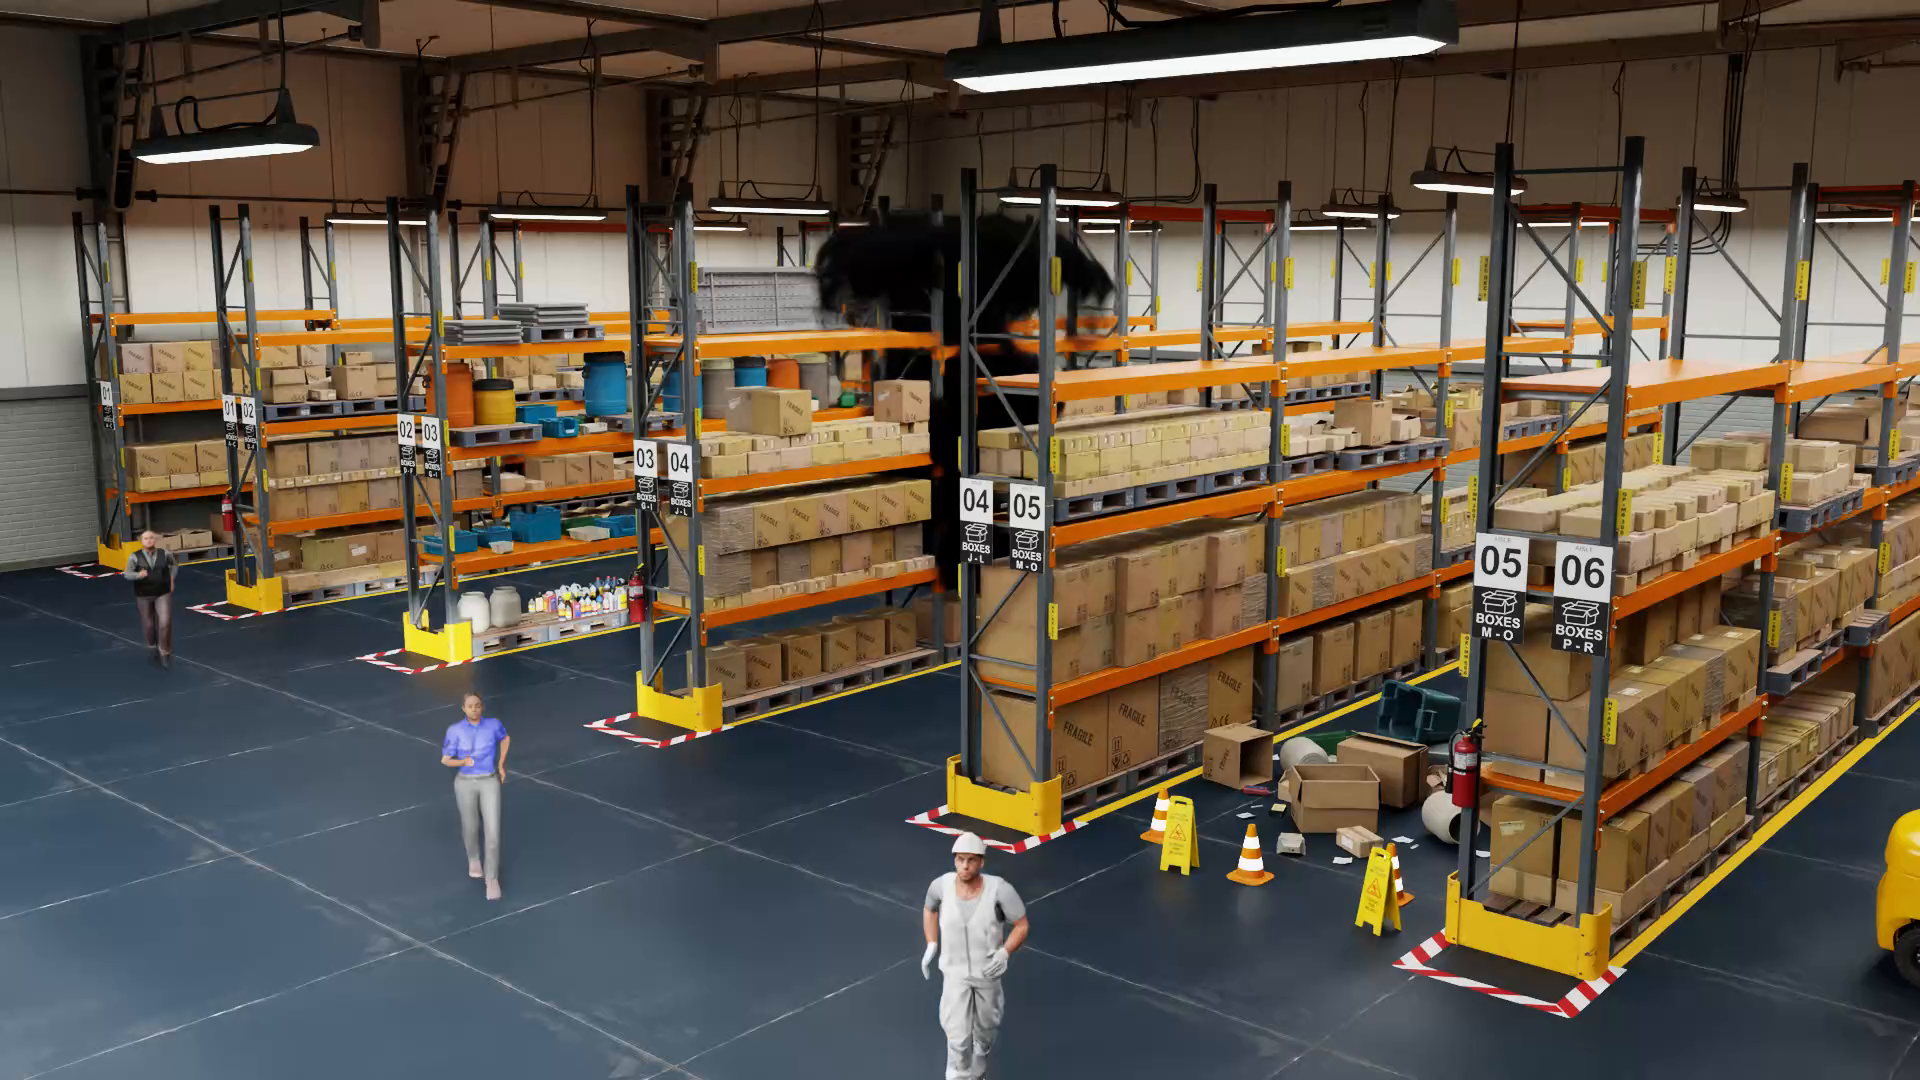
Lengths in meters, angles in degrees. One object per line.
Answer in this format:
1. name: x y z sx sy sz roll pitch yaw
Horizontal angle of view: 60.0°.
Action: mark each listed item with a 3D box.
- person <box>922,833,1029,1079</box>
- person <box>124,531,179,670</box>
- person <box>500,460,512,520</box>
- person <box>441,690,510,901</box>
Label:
1. person: 0.091 2.615 10.075 0.659 1.794 0.914 1 10 5
2. person: -10.417 0.757 21.487 0.641 1.769 0.740 -5 10 -25
3. person: -8.468 -0.692 30.829 0.560 1.539 0.605 9 13 43
4. person: -3.991 2.090 13.780 0.559 1.700 0.728 -3 10 -18
